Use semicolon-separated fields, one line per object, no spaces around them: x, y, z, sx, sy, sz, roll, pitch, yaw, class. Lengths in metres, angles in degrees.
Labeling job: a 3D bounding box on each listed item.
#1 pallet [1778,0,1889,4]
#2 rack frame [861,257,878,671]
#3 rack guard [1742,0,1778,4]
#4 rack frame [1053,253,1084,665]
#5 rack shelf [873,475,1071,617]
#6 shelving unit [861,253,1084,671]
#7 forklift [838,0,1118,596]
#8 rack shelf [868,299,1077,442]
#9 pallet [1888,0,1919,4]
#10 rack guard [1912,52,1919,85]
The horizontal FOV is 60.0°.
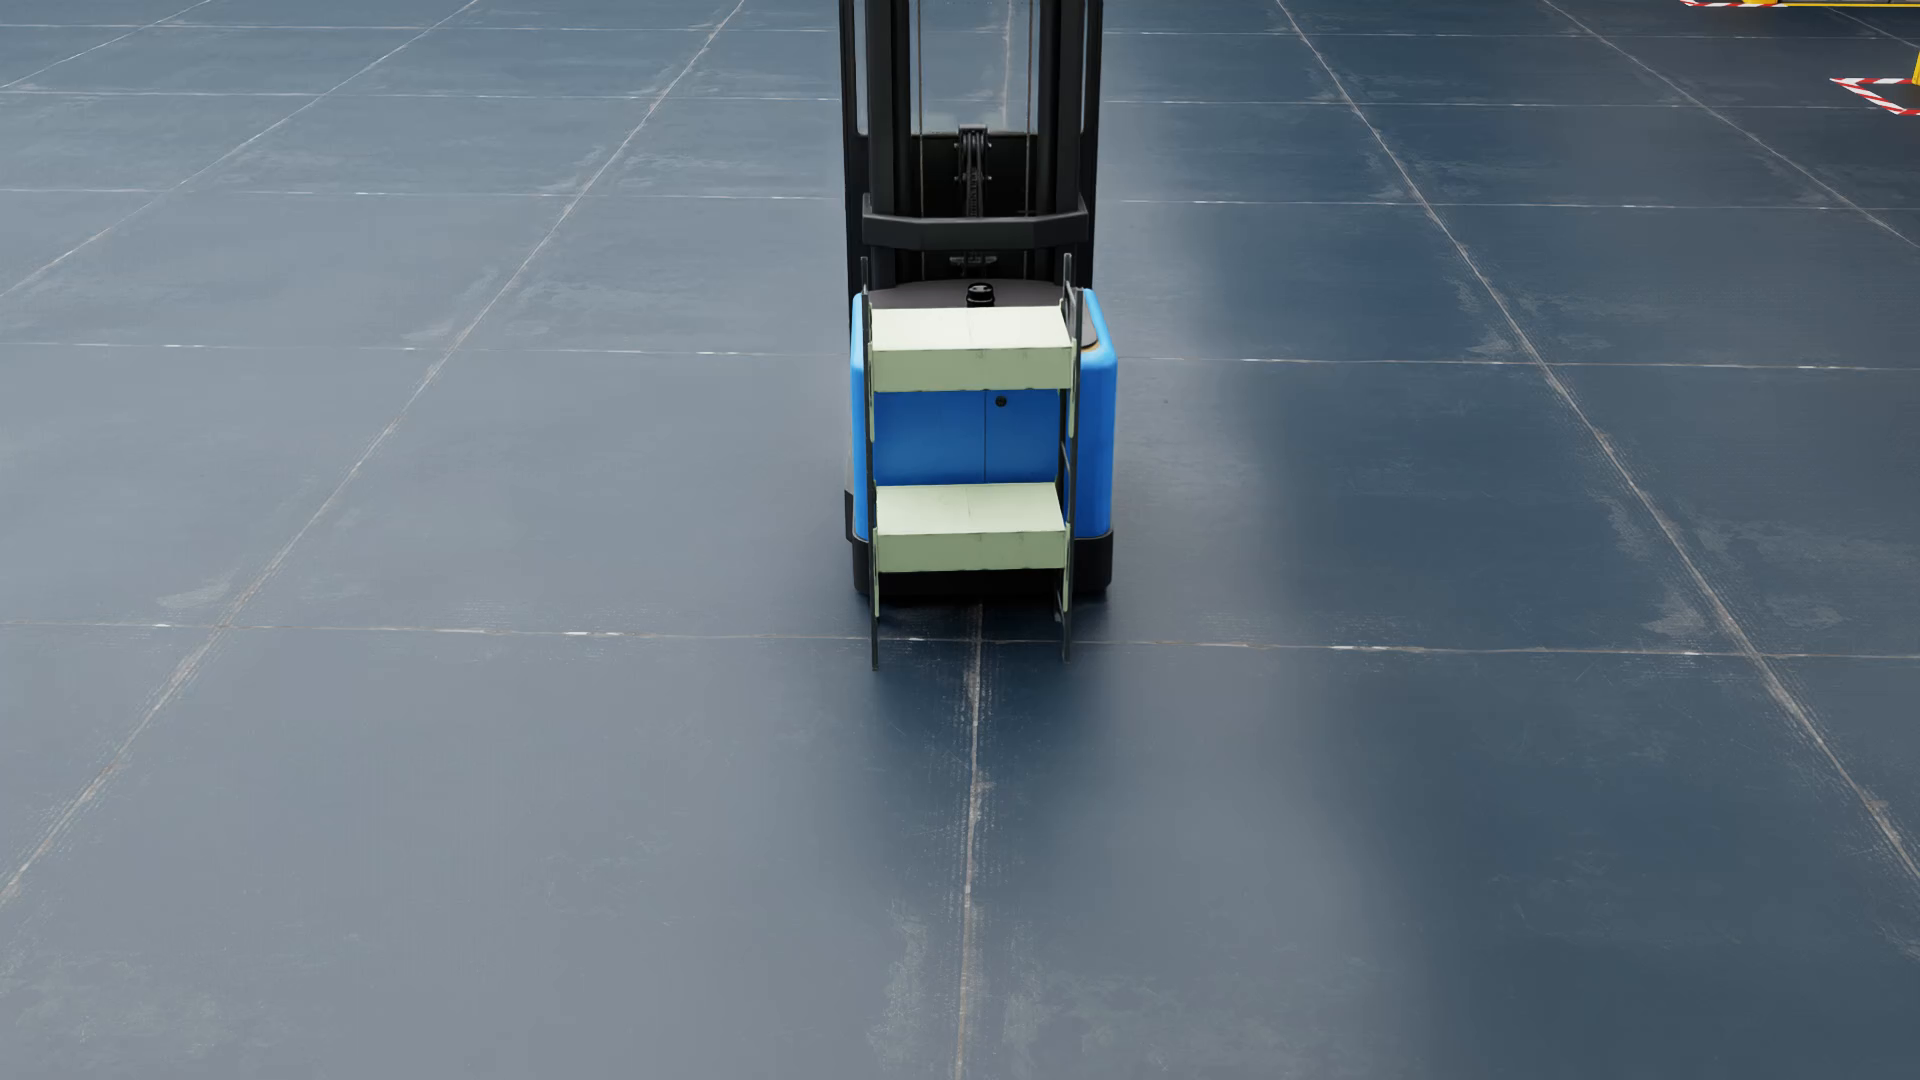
9.770;-6.314;18.936;1.213;0.211;1.003;1;28;2;pallet
-0.333;-0.260;6.139;0.023;1.500;0.400;-1;28;-3;rack frame
8.958;-6.458;18.898;0.348;0.500;1.175;1;28;2;rack guard
0.398;-0.278;6.173;0.023;1.500;0.400;-1;28;-3;rack frame
0.033;0.019;6.309;0.720;0.370;0.431;-1;28;-3;rack shelf
0.033;-0.269;6.156;0.755;1.500;0.431;-1;28;-3;shelving unit
0.033;-1.724;7.372;1.130;2.935;3.031;-1;28;-2;forklift
0.033;-0.614;5.973;0.720;0.370;0.431;-1;28;-3;rack shelf
10.986;-6.293;18.895;1.213;0.211;1.003;1;28;2;pallet
8.782;-4.117;14.483;0.348;0.500;1.175;1;28;2;rack guard
